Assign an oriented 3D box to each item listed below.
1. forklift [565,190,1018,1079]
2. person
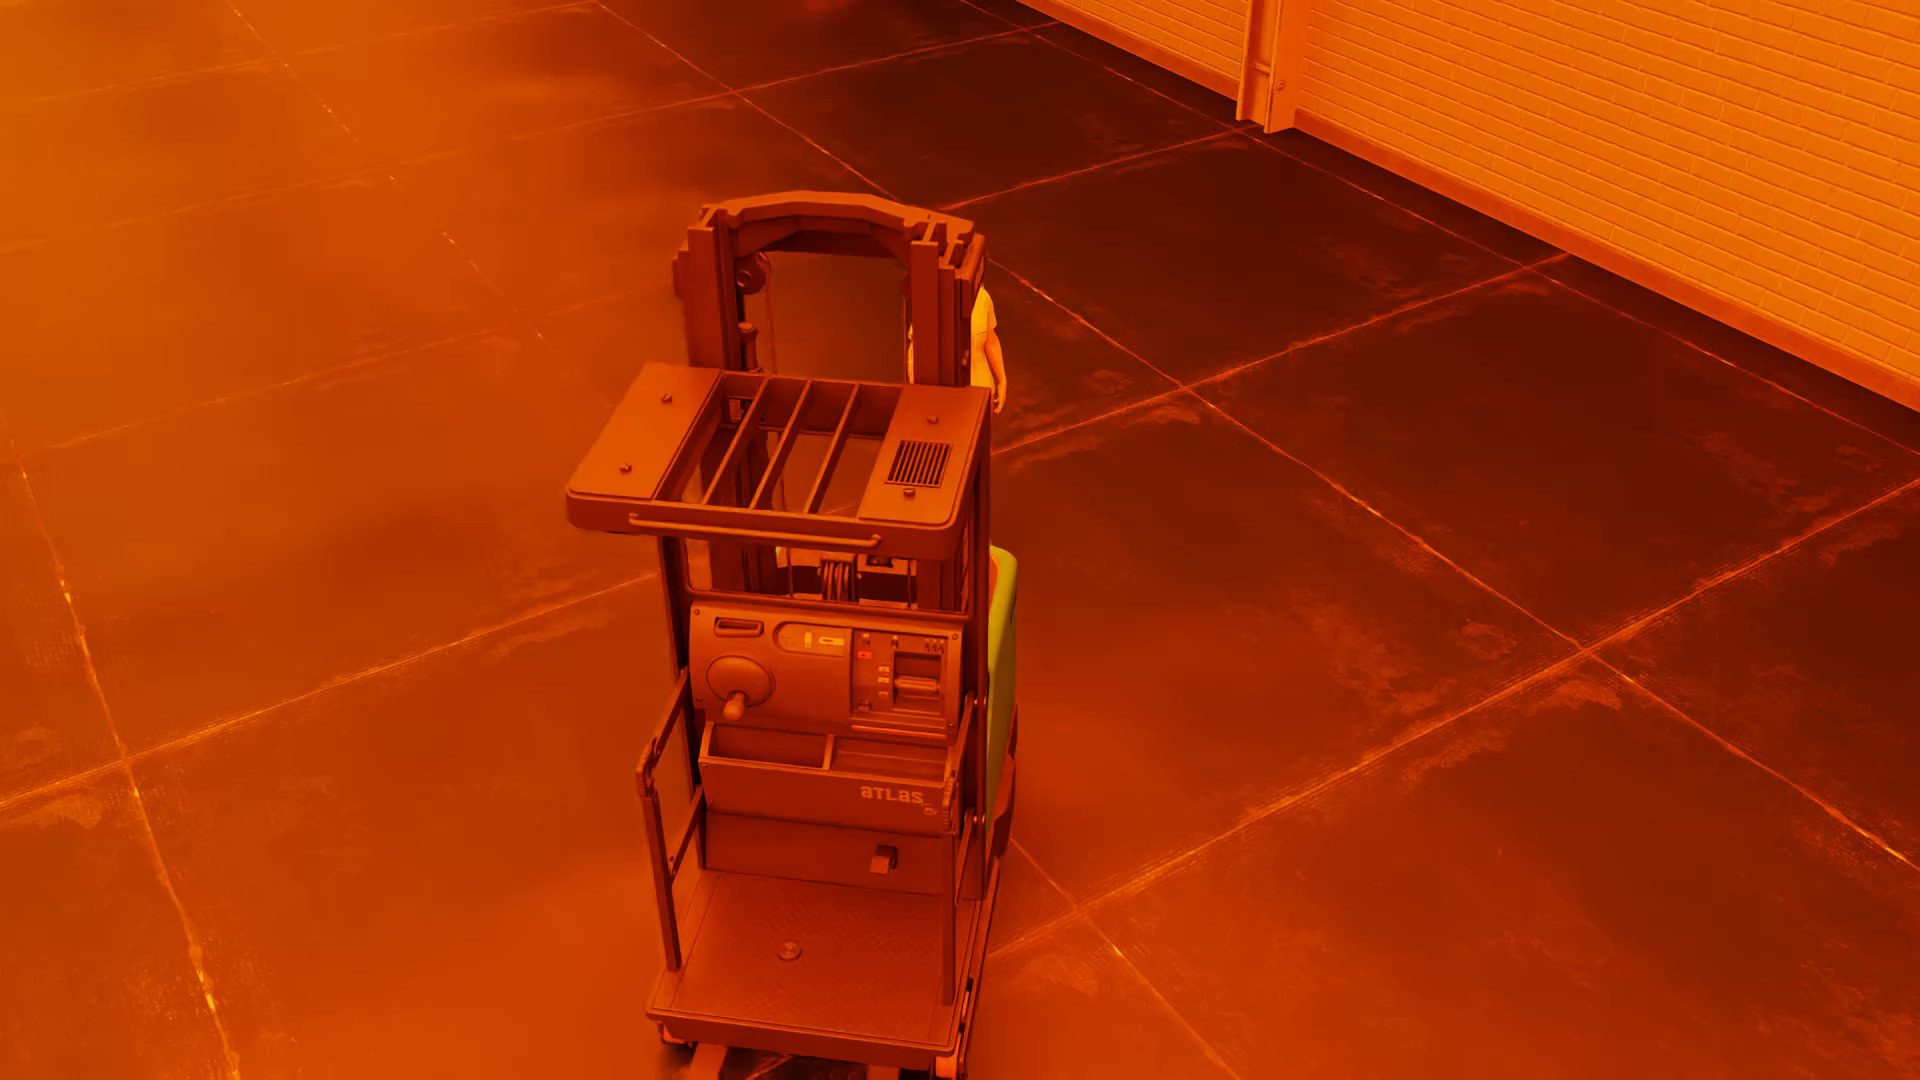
[{"bbox_3d":[-0.486,0.503,5.432,1.130,2.935,3.031,5,35,7],"label":"forklift"},{"bbox_3d":[0.031,-0.652,8.156,0.555,1.675,0.549,-21,40,-27],"label":"person"}]
